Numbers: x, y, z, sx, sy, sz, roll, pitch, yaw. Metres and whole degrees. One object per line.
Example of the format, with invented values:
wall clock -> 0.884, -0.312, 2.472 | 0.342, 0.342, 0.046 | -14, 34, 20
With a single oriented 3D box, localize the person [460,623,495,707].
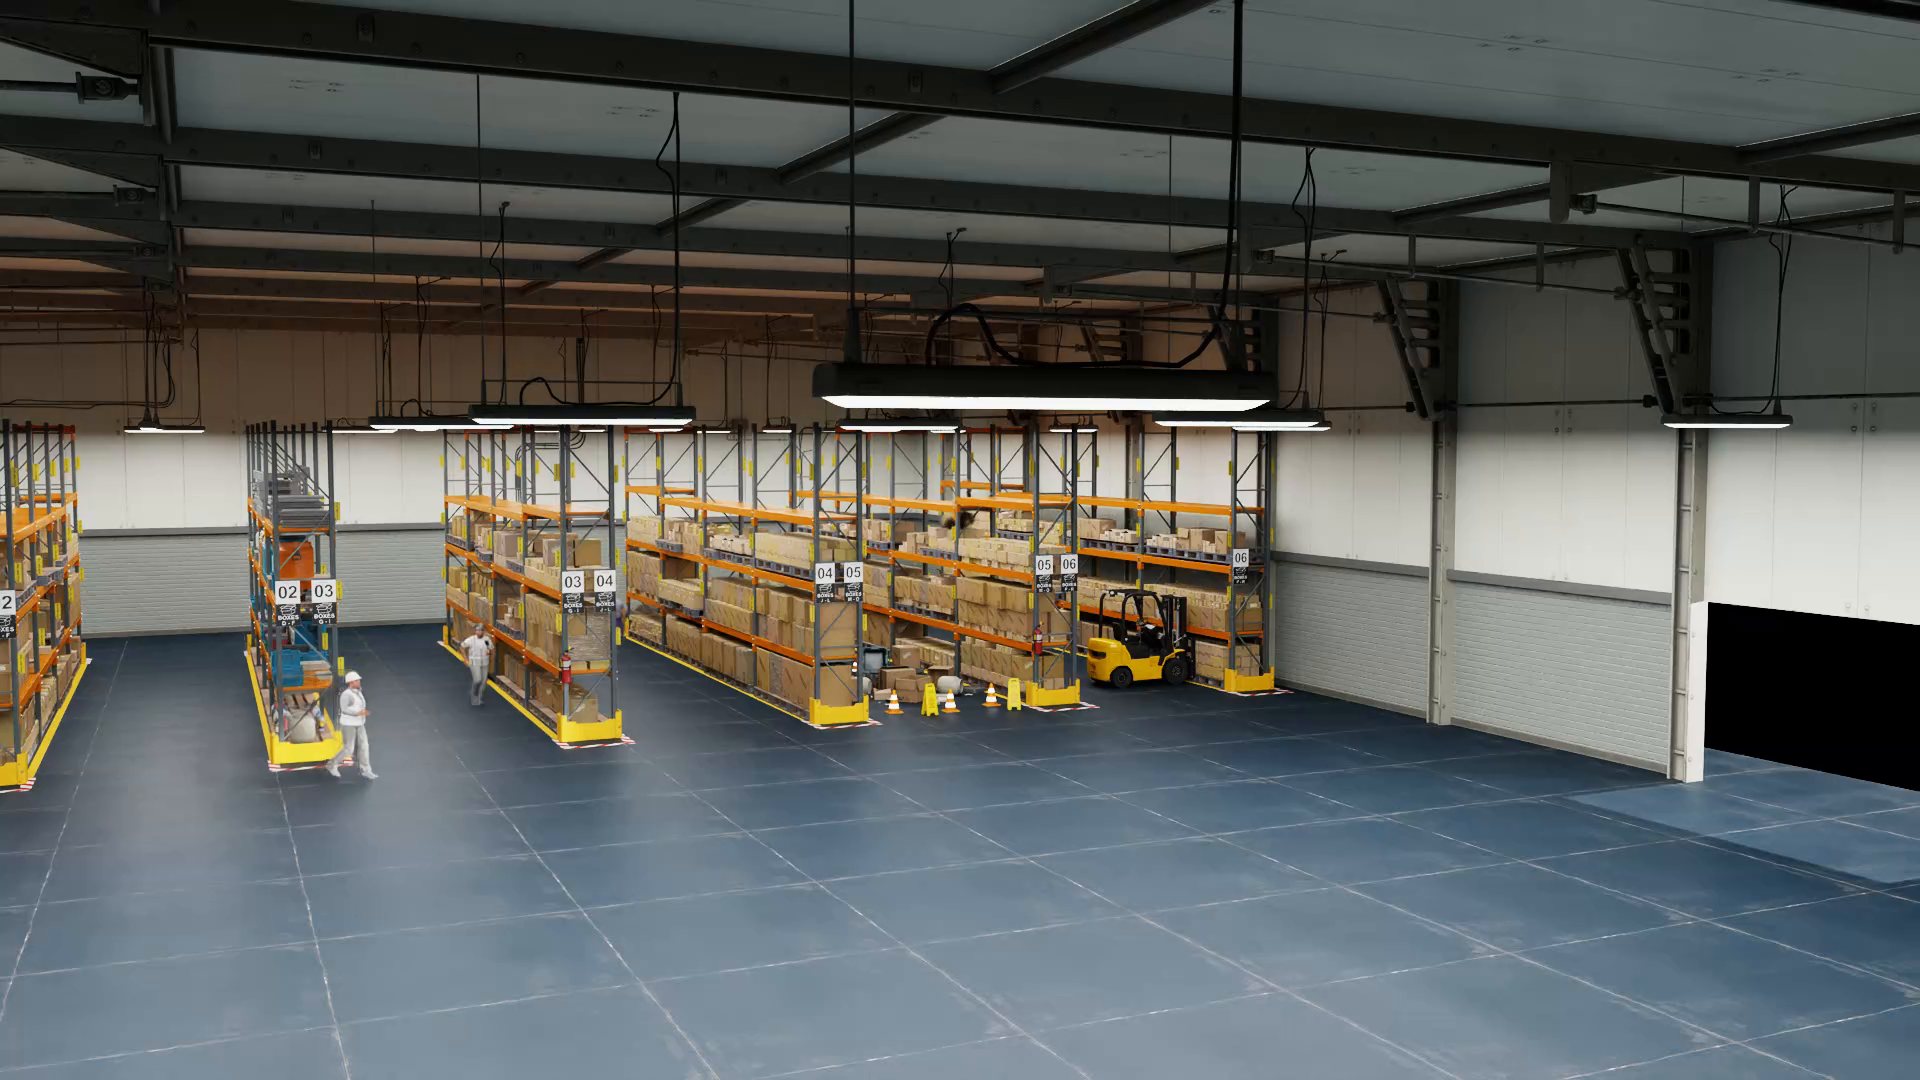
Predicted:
person -> -10.157, 2.641, 35.192 | 0.652, 1.773, 0.653 | -3, 4, -36

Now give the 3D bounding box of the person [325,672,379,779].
person -> -10.150, 3.097, 27.752 | 0.853, 1.801, 0.676 | 0, 4, 7

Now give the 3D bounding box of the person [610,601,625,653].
person -> -9.089, 2.185, 43.763 | 0.618, 1.607, 0.570 | -1, 4, -20

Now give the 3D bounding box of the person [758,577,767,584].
person -> -6.031, 1.739, 50.802 | 0.816, 1.705, 0.511 | -1, 4, -22

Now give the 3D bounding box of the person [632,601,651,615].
person -> -9.319, 1.826, 49.035 | 0.734, 1.714, 0.663 | -2, 4, -30
